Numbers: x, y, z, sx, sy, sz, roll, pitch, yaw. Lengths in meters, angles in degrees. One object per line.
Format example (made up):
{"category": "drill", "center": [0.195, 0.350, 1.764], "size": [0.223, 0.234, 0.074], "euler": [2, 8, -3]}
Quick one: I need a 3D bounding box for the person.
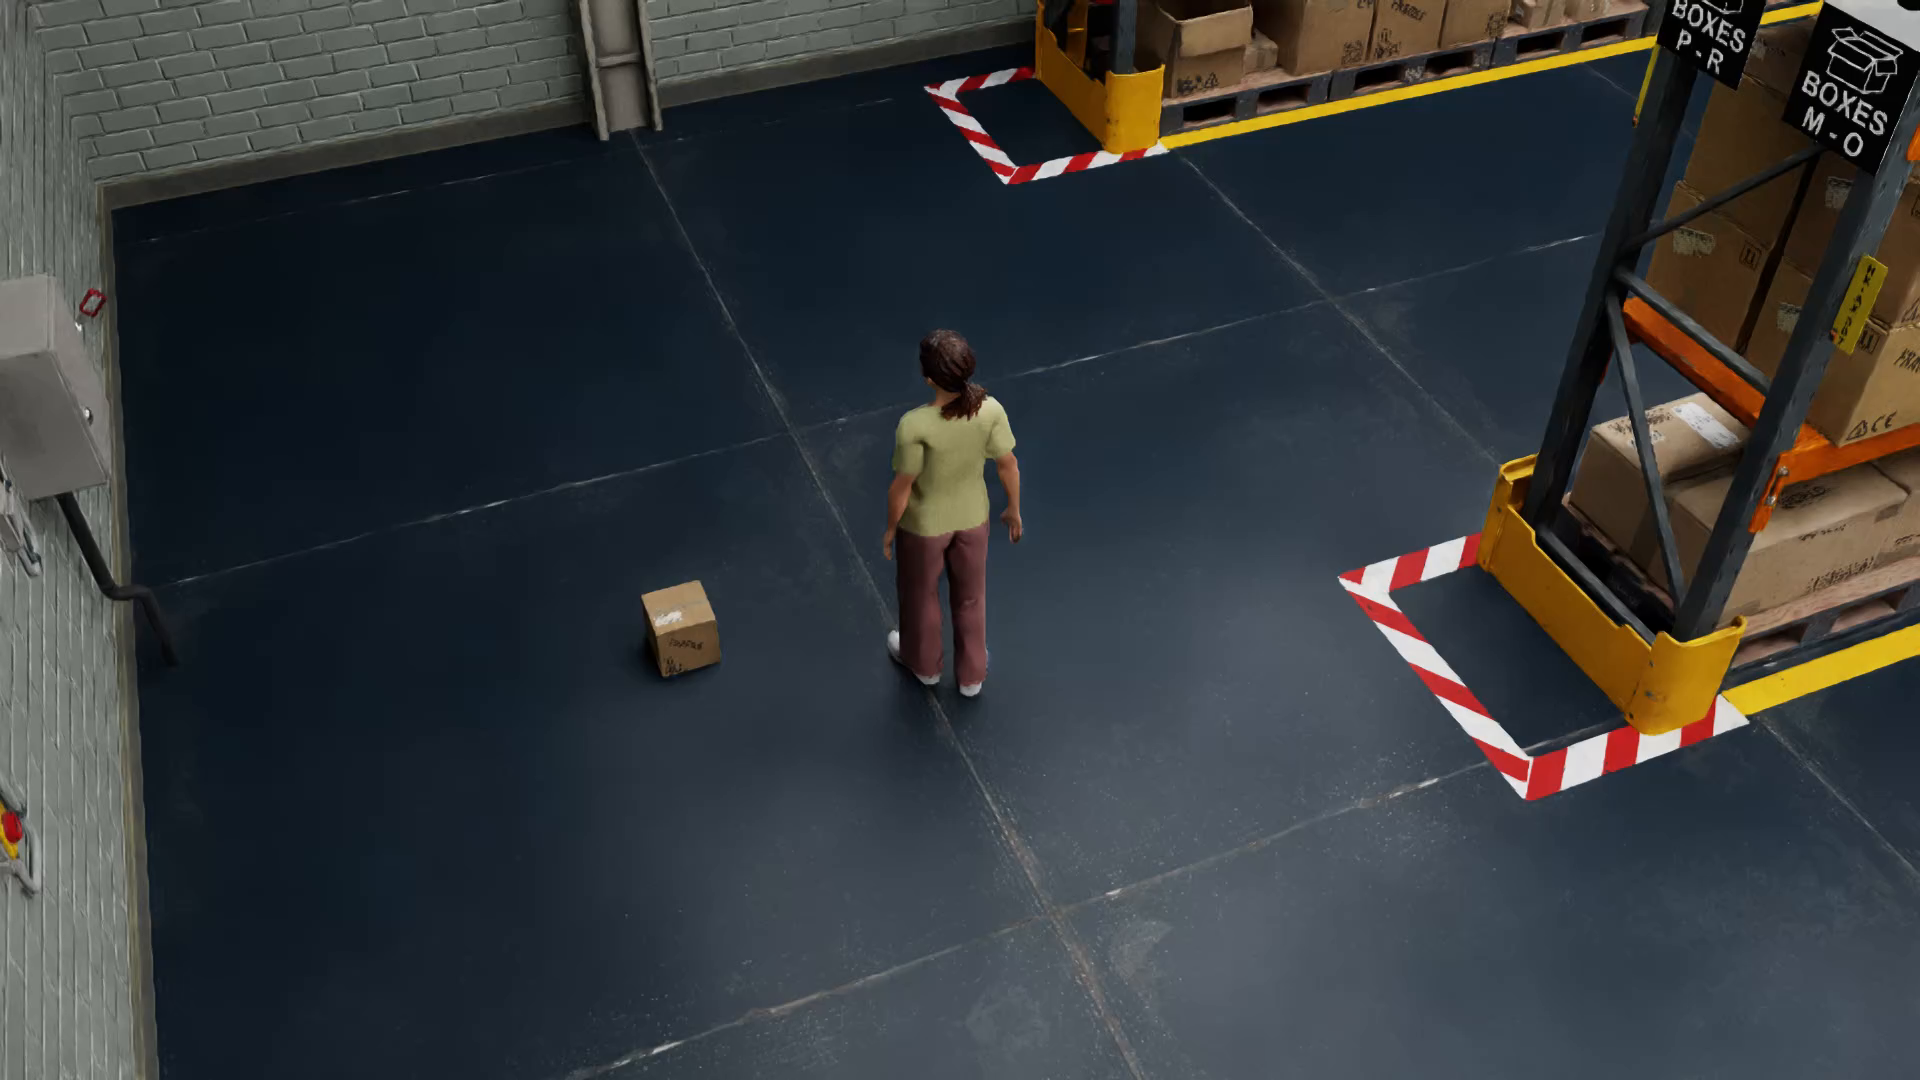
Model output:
{"category": "person", "center": [-0.057, -0.013, 6.334], "size": [0.537, 1.424, 0.418], "euler": [-15, 44, -16]}
